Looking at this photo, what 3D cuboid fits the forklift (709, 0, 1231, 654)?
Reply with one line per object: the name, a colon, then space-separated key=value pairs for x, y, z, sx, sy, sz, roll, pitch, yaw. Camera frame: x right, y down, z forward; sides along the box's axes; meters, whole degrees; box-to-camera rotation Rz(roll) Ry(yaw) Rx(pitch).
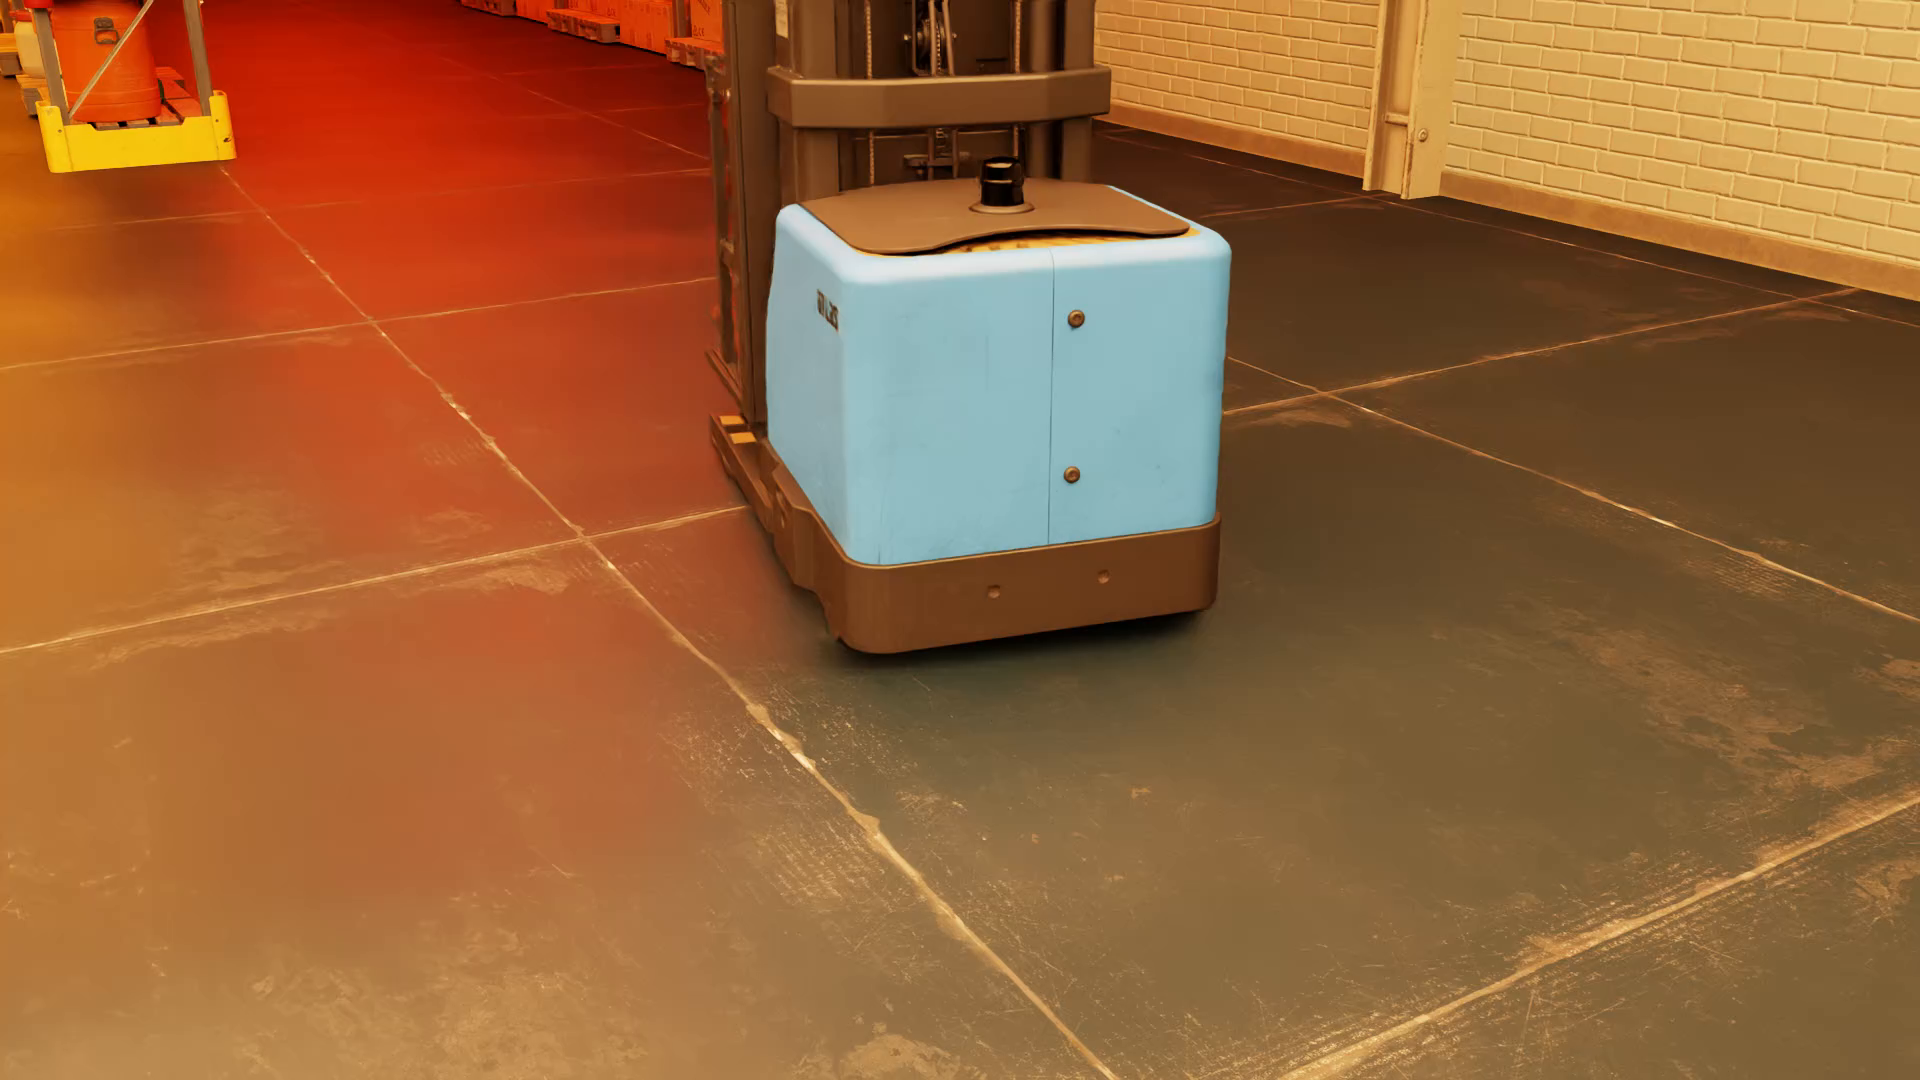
forklift: x=-0.237 y=-1.596 z=5.163 sx=1.130 sy=2.935 sz=3.031 roll=-7 pitch=23 yaw=-17
